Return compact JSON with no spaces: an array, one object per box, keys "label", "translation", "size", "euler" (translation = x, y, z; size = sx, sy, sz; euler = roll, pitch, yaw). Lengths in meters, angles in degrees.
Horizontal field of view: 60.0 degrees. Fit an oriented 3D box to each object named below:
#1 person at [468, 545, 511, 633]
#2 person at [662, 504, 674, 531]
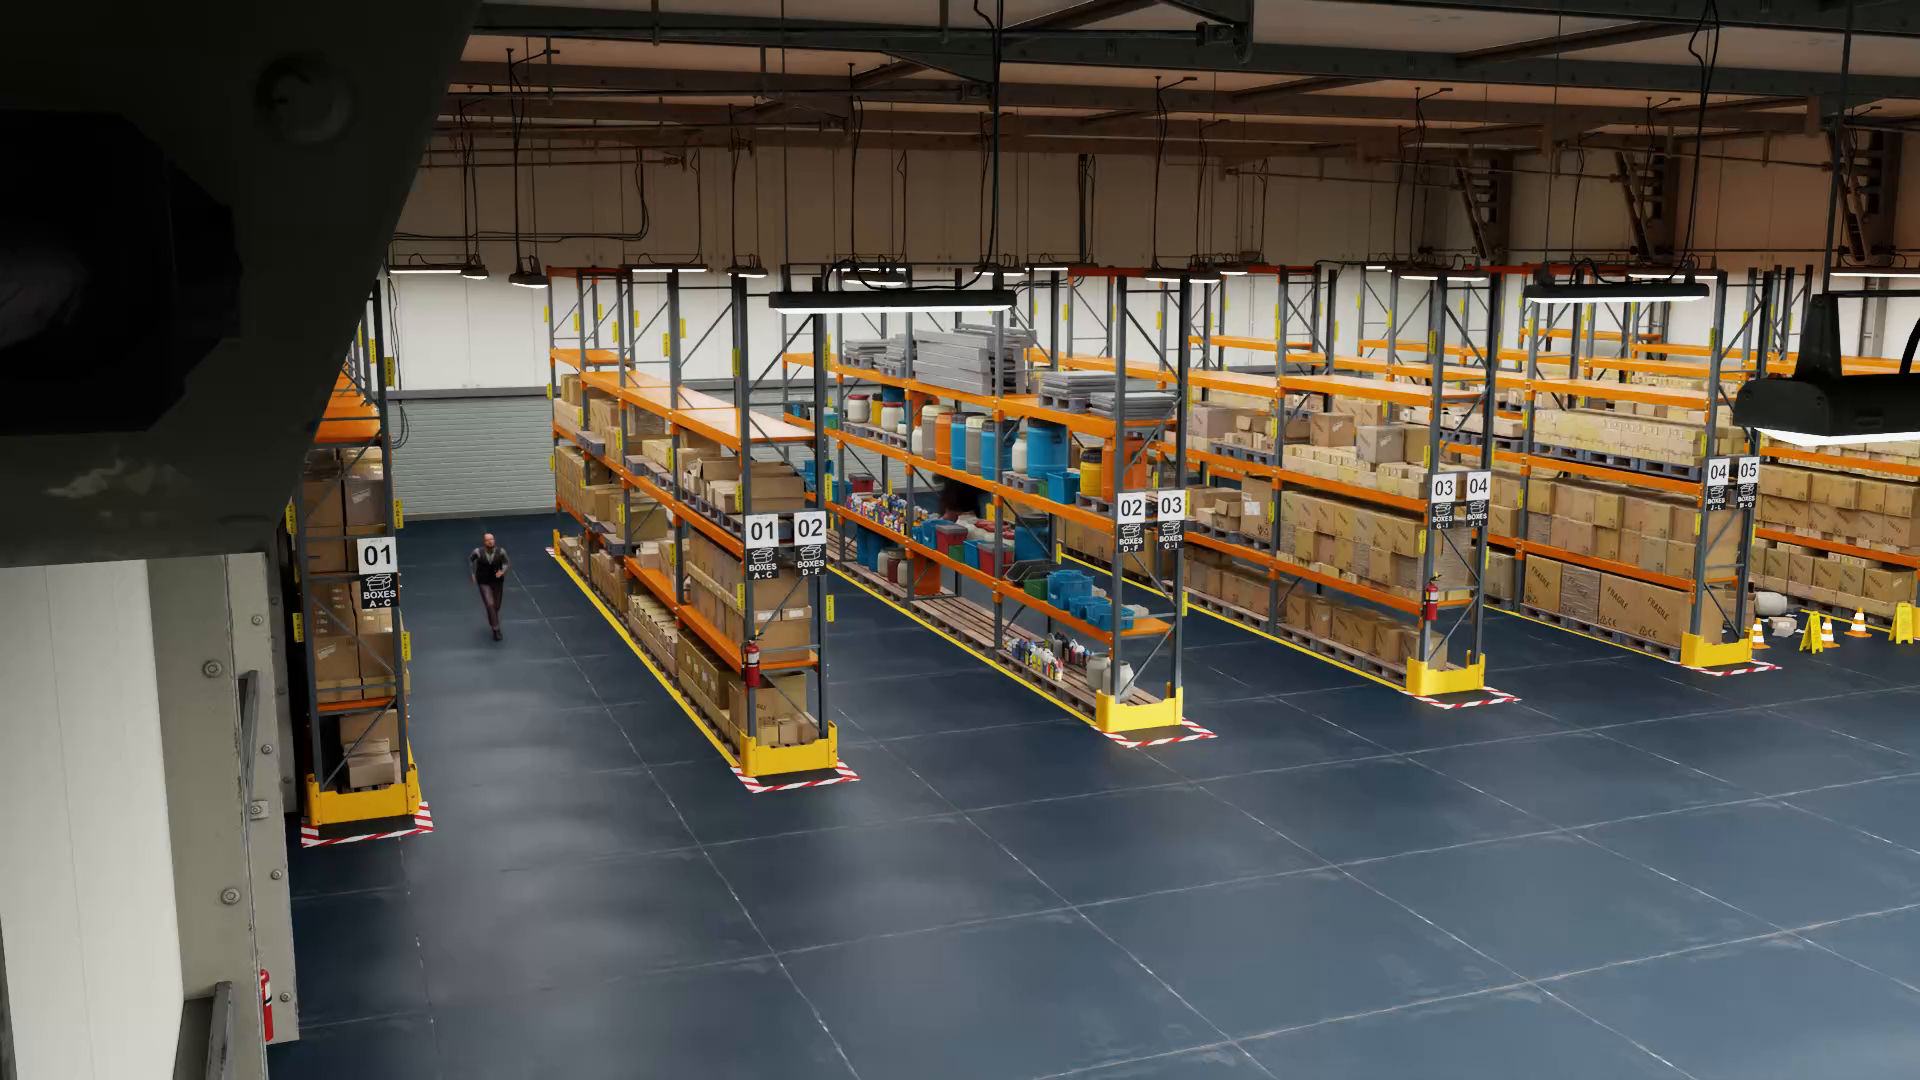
[{"label":"person","translation":[-7.780,0.767,27.567],"size":[0.678,1.441,0.849],"euler":[-4,11,-23]},{"label":"person","translation":[-6.115,-0.686,35.163],"size":[0.909,1.764,0.625],"euler":[10,14,44]}]
